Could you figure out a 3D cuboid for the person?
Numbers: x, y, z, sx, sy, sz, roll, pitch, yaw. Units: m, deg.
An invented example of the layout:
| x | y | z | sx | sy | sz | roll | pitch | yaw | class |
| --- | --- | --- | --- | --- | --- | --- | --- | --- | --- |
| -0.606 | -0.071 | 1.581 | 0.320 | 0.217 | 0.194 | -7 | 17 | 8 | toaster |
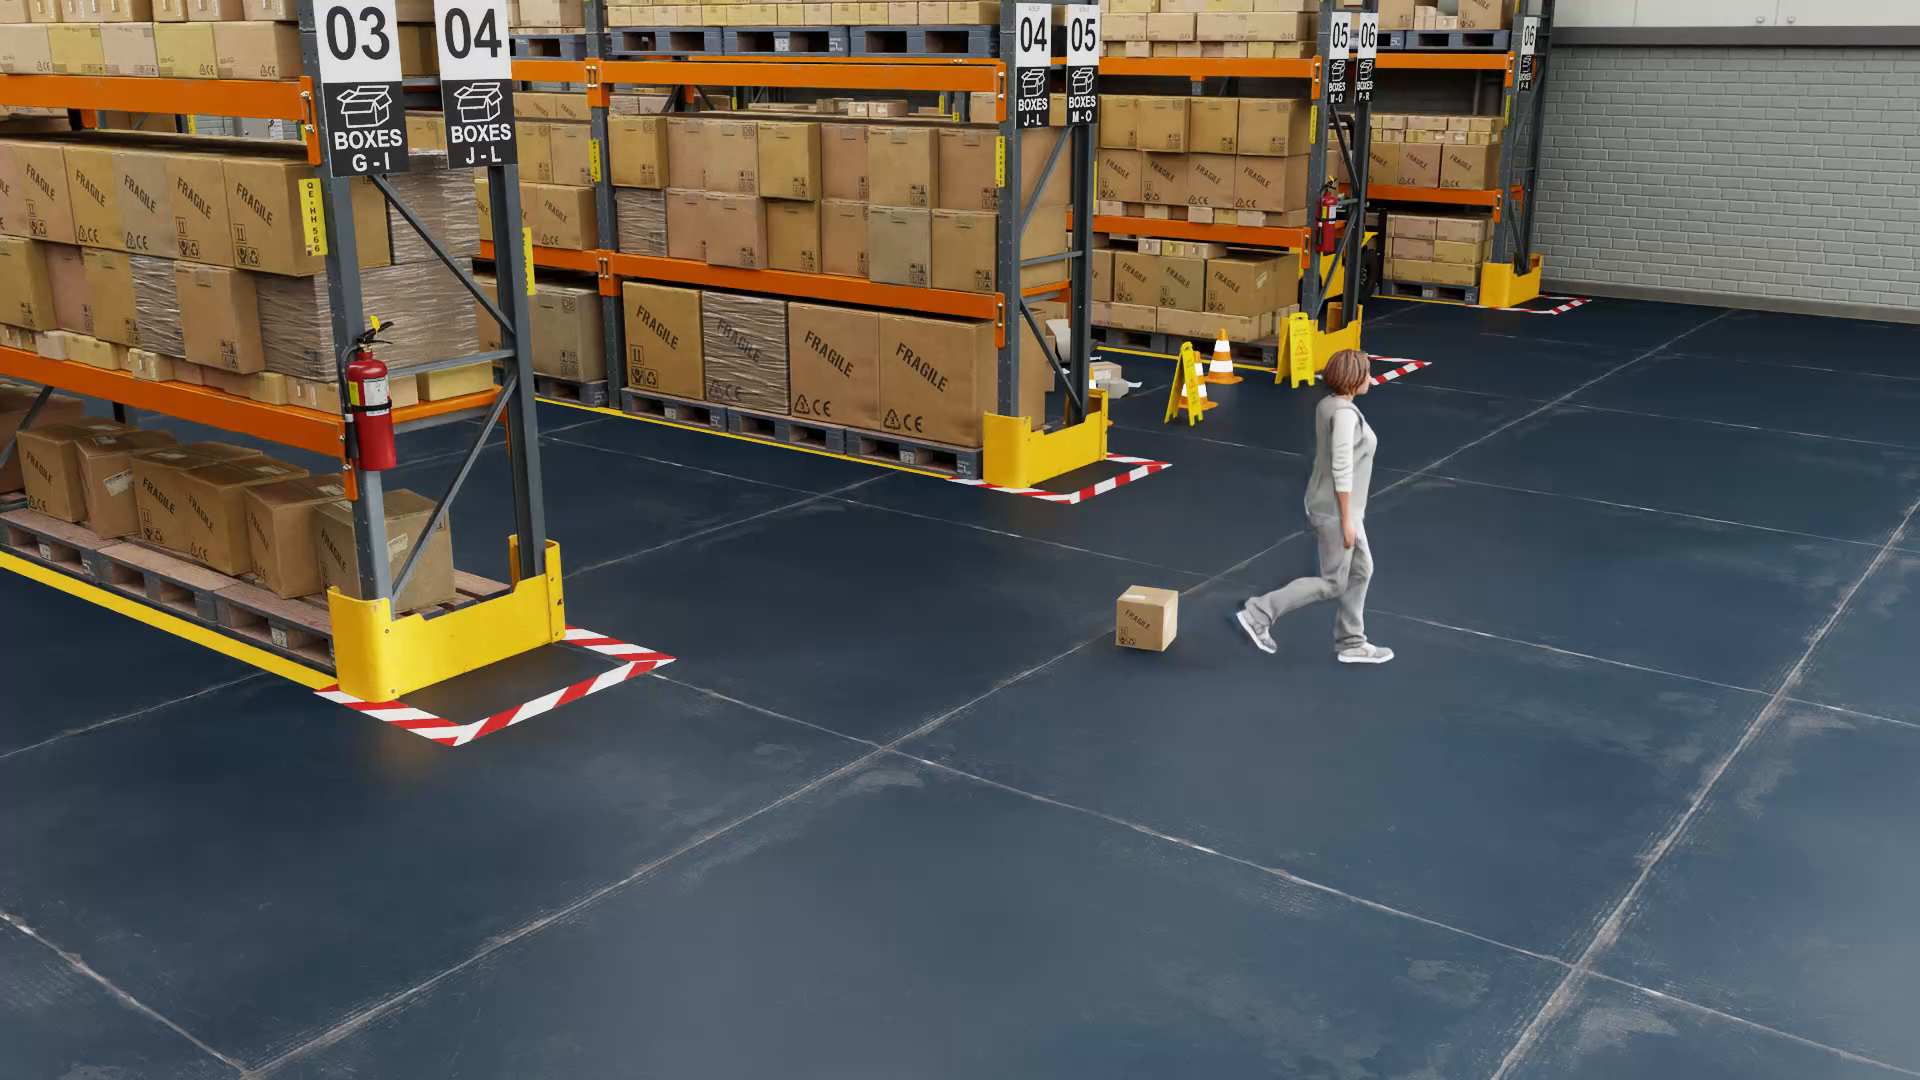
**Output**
| x | y | z | sx | sy | sz | roll | pitch | yaw | class |
| --- | --- | --- | --- | --- | --- | --- | --- | --- | --- |
| 1.750 | -0.147 | 8.000 | 0.784 | 1.565 | 0.414 | 2 | 17 | 6 | person |
